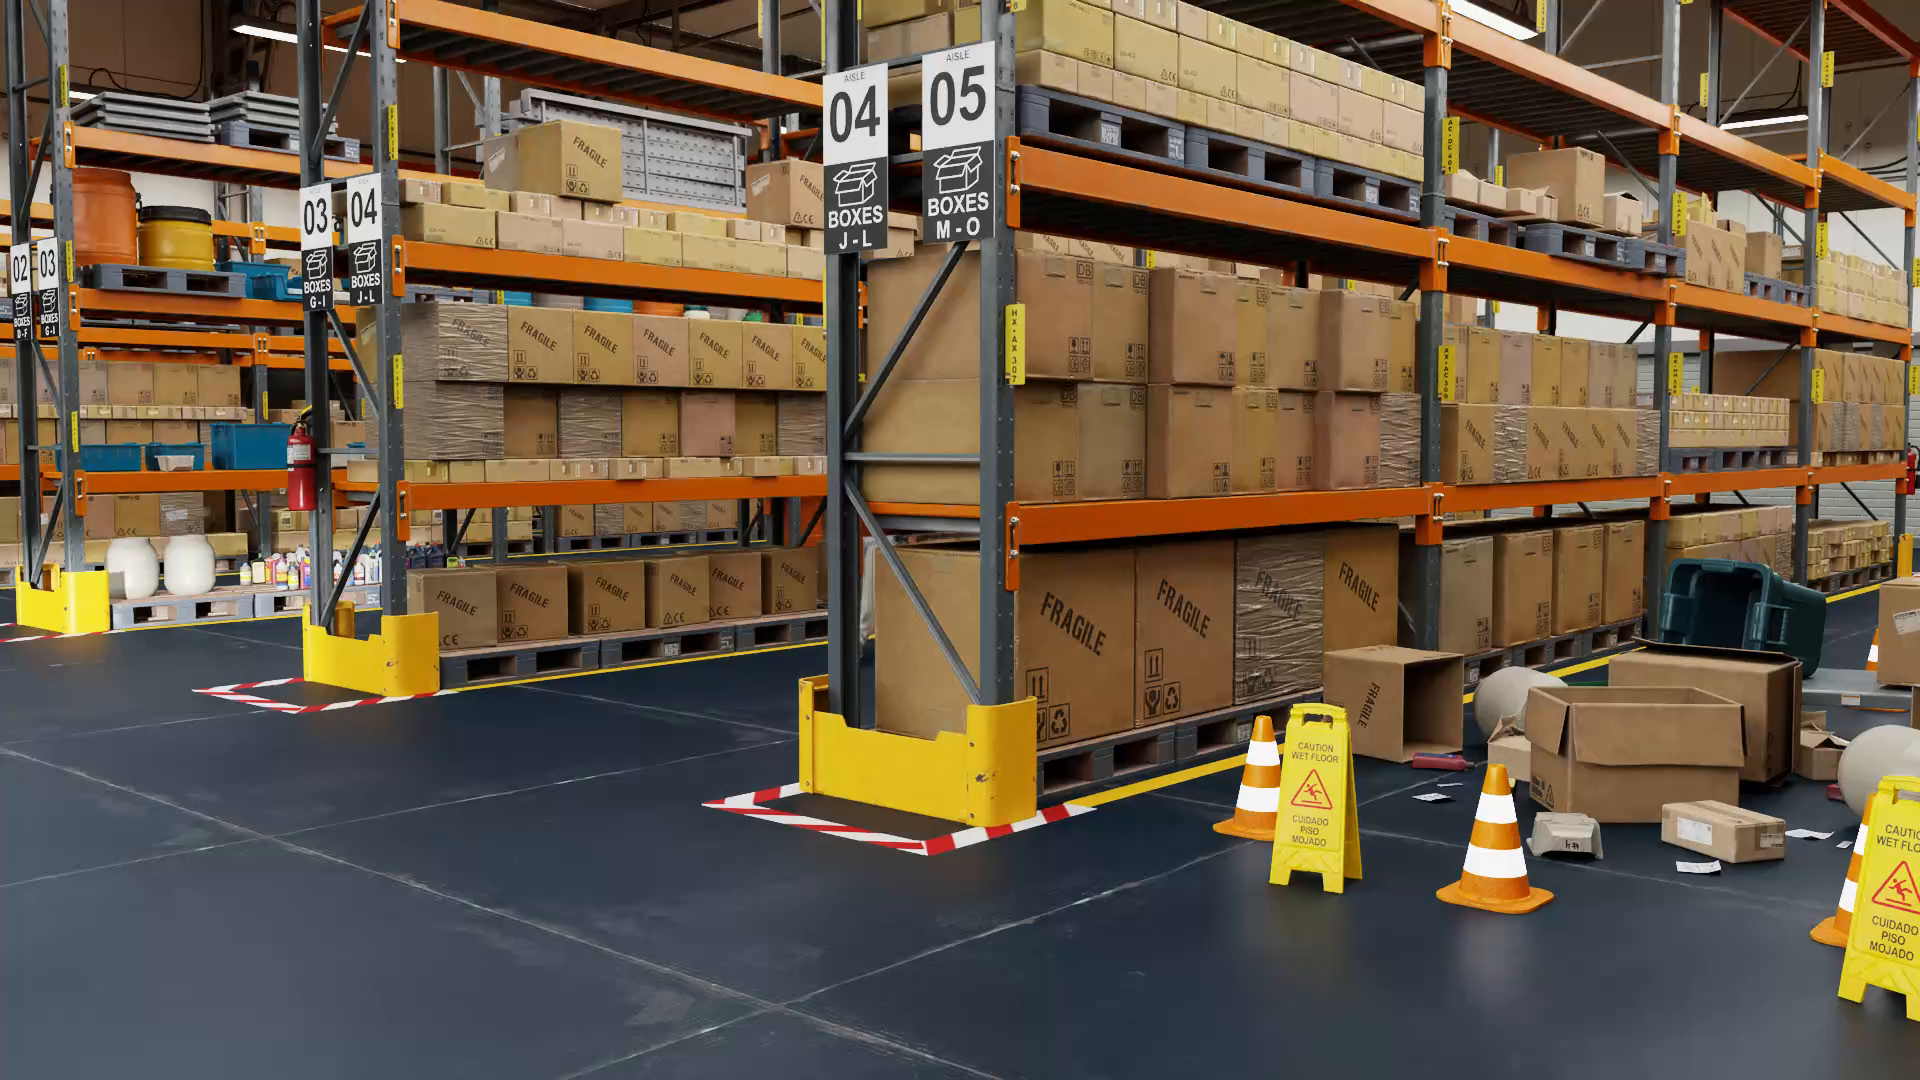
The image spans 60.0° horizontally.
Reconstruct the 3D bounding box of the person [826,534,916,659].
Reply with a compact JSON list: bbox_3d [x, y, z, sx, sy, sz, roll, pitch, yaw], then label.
[{"bbox_3d":[-0.652,-0.028,11.882,0.557,1.707,1.077,3,5,40],"label":"person"}]
